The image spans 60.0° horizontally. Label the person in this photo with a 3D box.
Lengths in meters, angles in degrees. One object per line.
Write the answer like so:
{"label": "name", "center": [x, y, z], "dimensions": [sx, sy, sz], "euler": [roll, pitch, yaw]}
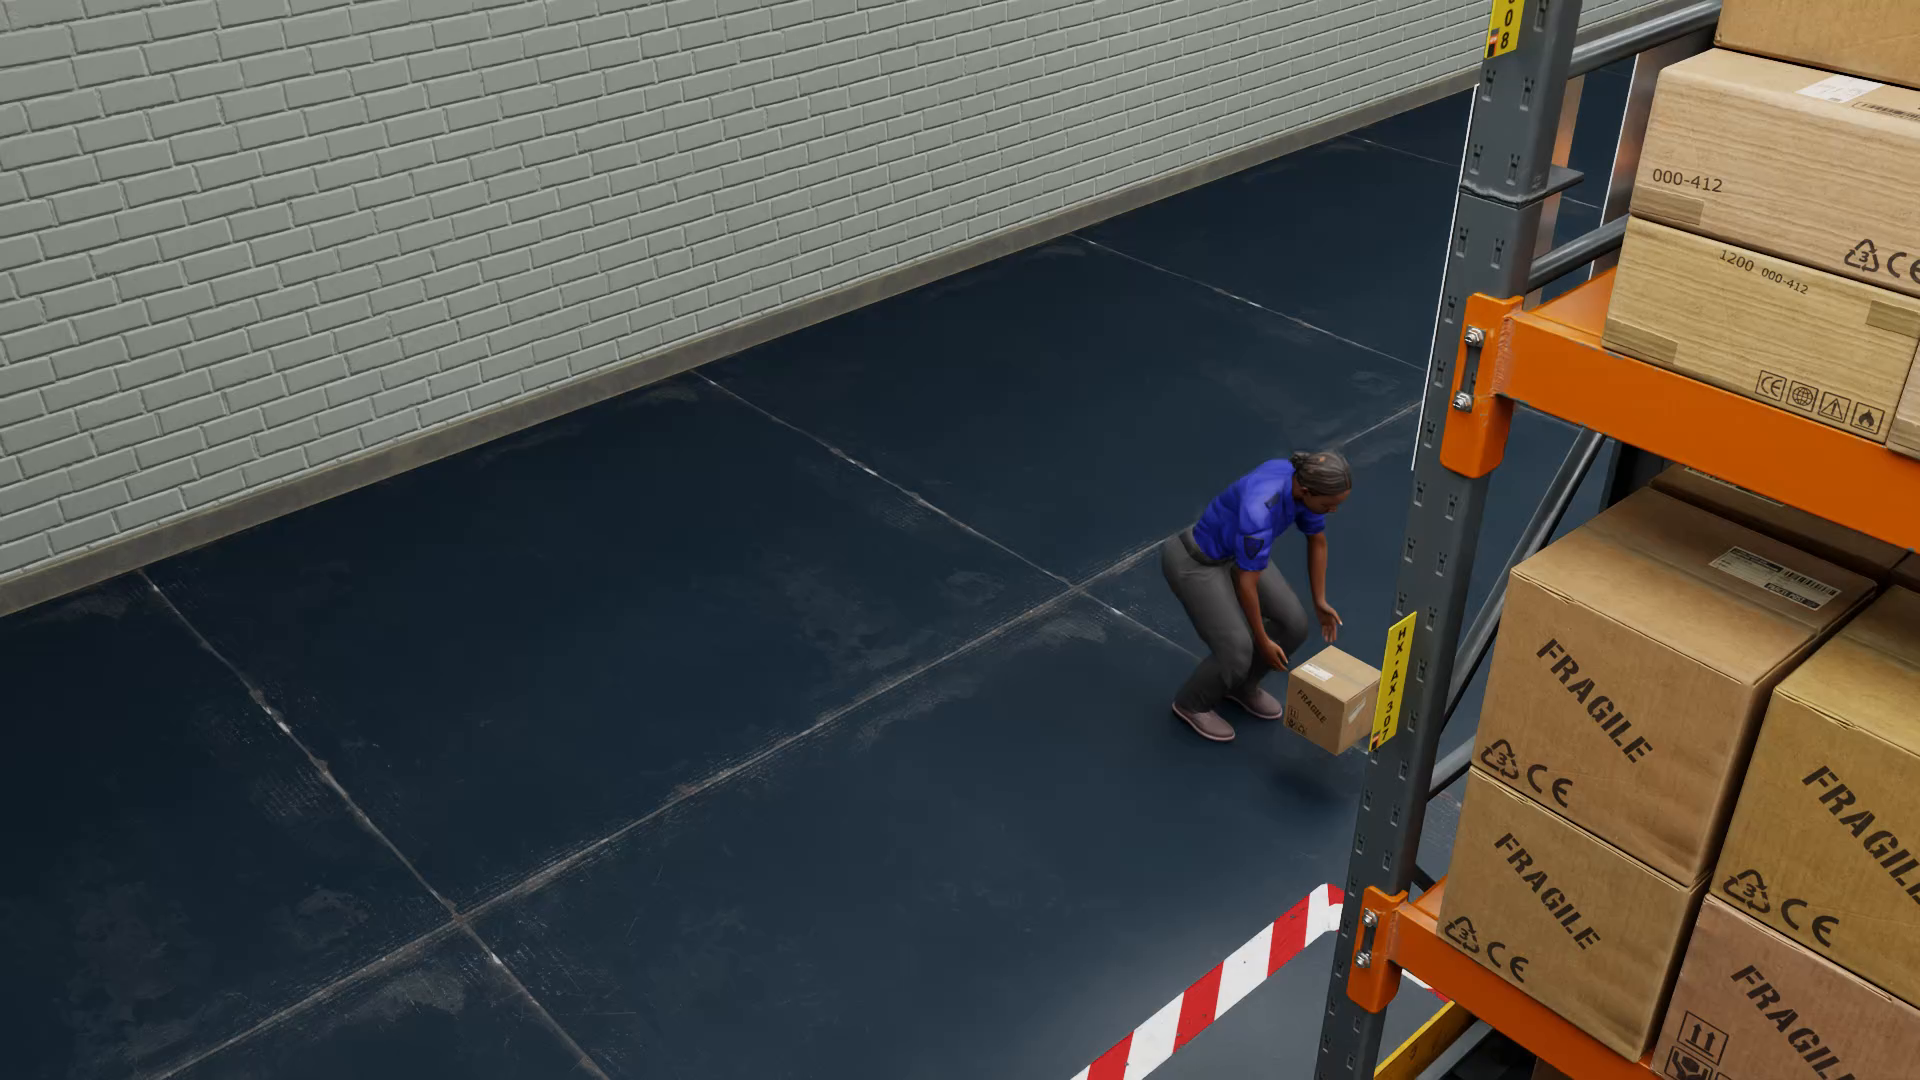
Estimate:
{"label": "person", "center": [1.111, 0.153, 6.261], "dimensions": [0.497, 1.280, 0.682], "euler": [-26, 40, -35]}
